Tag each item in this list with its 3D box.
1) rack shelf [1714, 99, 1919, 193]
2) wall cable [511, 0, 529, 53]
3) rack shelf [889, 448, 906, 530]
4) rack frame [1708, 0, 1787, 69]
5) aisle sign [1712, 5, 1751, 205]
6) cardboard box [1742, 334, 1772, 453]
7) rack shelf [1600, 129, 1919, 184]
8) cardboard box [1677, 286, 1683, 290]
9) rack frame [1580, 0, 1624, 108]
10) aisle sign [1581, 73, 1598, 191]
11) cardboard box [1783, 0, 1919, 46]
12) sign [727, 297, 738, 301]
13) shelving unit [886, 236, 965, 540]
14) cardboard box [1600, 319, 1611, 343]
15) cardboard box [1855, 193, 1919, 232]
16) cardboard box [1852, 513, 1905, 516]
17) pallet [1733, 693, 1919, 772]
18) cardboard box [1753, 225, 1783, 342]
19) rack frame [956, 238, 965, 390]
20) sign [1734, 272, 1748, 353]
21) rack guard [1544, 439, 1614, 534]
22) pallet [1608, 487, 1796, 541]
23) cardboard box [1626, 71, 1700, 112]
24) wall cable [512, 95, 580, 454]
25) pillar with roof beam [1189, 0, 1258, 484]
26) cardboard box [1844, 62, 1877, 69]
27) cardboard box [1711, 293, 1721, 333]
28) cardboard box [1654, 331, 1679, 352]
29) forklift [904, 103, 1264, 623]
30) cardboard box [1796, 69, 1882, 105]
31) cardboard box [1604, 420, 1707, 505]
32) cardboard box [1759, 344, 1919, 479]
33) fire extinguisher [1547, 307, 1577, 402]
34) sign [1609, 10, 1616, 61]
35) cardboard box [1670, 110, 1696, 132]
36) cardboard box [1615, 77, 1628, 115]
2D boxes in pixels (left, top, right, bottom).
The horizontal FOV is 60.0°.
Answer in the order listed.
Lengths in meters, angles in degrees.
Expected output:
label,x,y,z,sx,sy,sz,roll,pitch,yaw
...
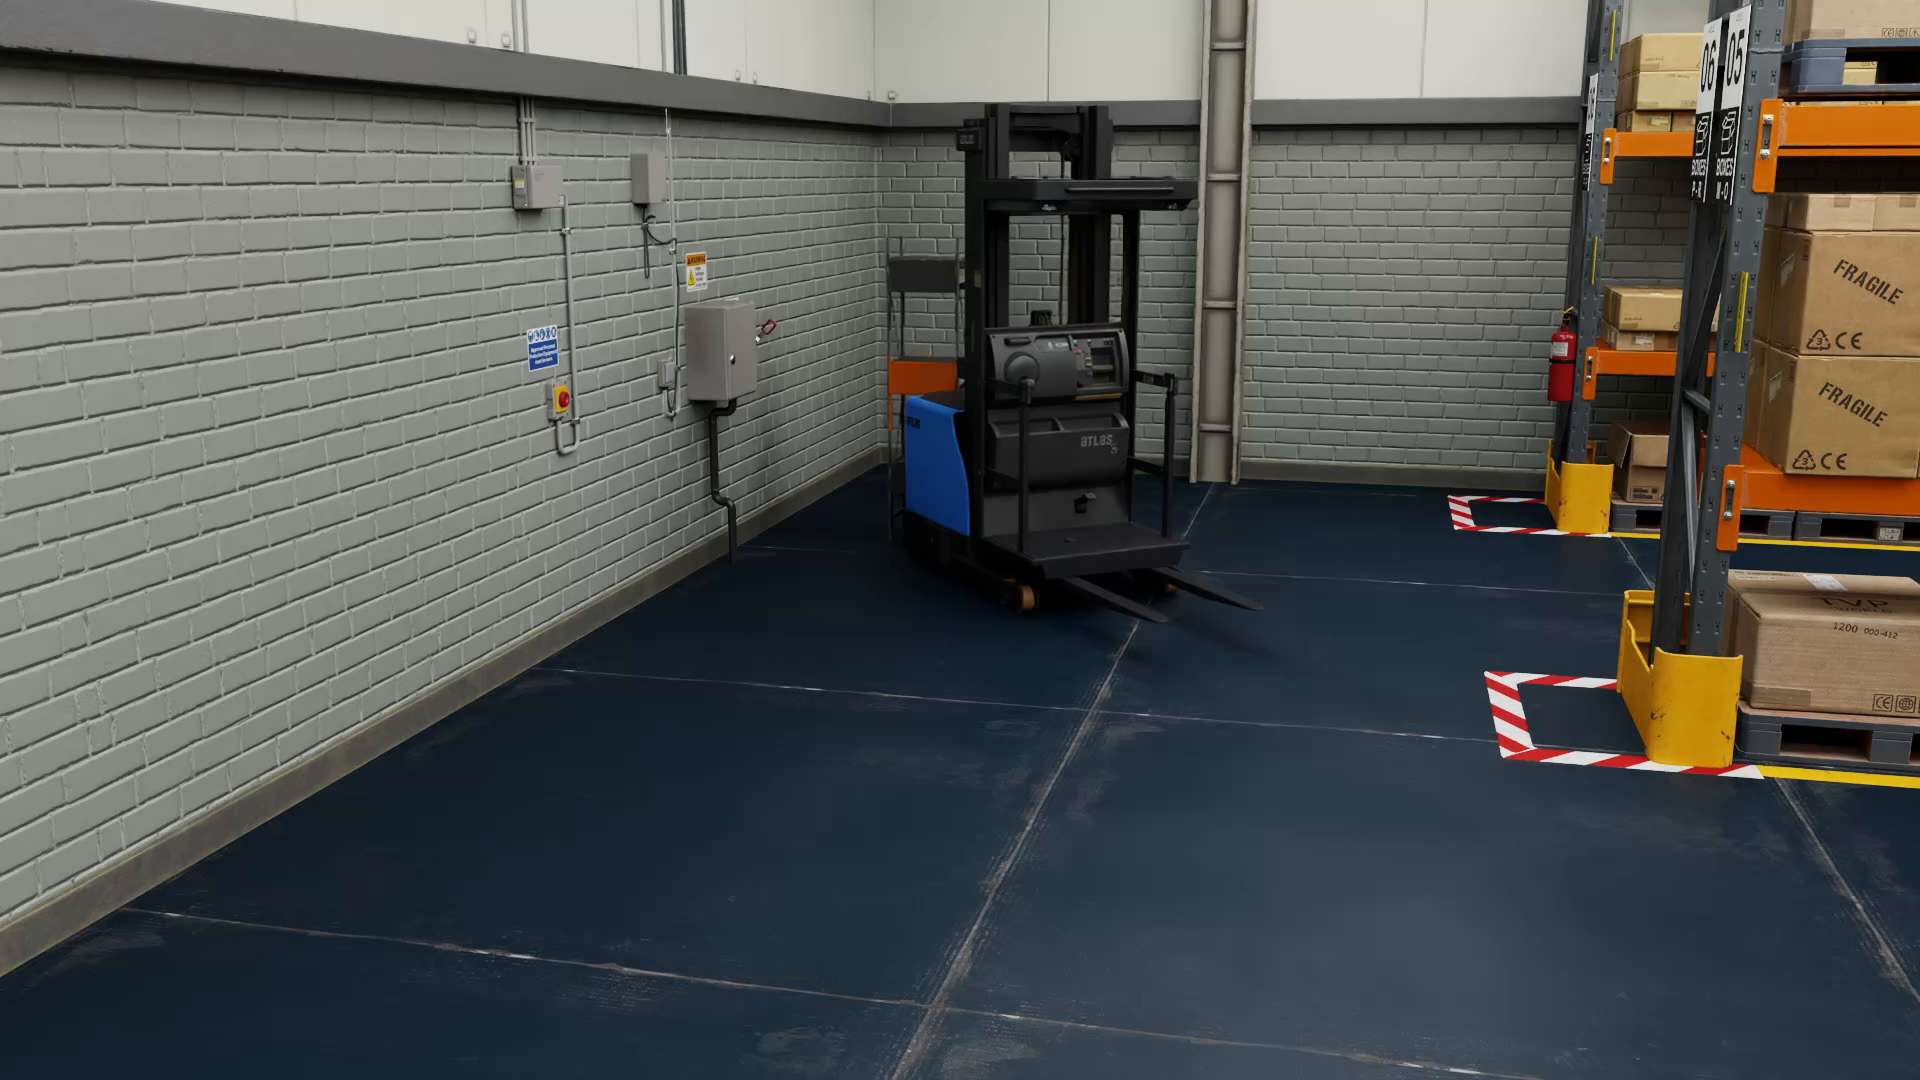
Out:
label,x,y,z,sx,sy,sz,roll,pitch,yaw
rack shelf,5.304,-1.605,6.777,4.000,0.370,1.077,3,13,14
wall cable,-2.228,-3.760,7.906,0.029,3.000,0.463,3,13,14
rack shelf,-0.212,-0.358,11.794,0.480,0.518,0.431,3,13,13
rack frame,3.362,-3.524,6.842,0.127,3.000,1.000,3,13,14
aisle sign,3.223,-1.807,6.952,0.004,0.787,0.394,3,13,14
cardboard box,3.894,-0.675,7.619,0.500,0.500,0.500,3,13,14
rack shelf,6.490,-2.649,11.483,4.000,0.370,1.077,3,13,14
cardboard box,5.559,-1.716,12.204,0.500,0.250,0.500,3,13,14
rack frame,4.548,-4.568,11.548,0.127,3.000,1.000,3,13,14
aisle sign,4.411,-2.850,11.654,0.004,0.787,0.394,3,13,14
cardboard box,3.821,-2.236,7.107,0.500,0.250,0.500,2,13,8
sign,-1.555,-1.386,11.273,0.001,0.494,0.329,3,13,14
shelving unit,-0.212,-1.055,11.639,0.503,2.100,0.431,3,13,13
cardboard box,4.934,-1.556,12.402,0.250,0.149,0.380,3,13,13
cardboard box,3.912,-1.374,6.963,0.250,0.149,0.380,3,13,15
cardboard box,6.429,-0.471,11.735,0.500,0.500,0.500,3,13,15
pallet,4.157,0.791,7.681,1.213,0.211,1.003,3,13,14
cardboard box,3.887,-1.157,7.486,0.500,0.500,0.500,4,13,15
rack frame,0.025,-1.043,11.586,0.015,2.100,0.400,3,13,13
sign,3.224,-0.940,6.865,0.005,0.325,0.100,3,13,14
rack guard,4.622,-0.415,12.451,0.348,0.500,1.175,3,13,14
pallet,5.396,-0.233,12.296,1.213,0.211,1.003,3,13,14
cardboard box,4.913,-3.095,11.494,0.500,0.250,0.500,3,13,13
wall cable,-2.118,-1.394,8.675,0.123,1.953,0.585,3,13,14
pillar with roof beam,1.115,-3.992,8.952,0.400,9.000,9.100,3,13,14
cardboard box,5.899,-3.290,11.219,0.500,0.250,0.500,3,13,13
cardboard box,5.413,-1.605,11.702,0.500,0.250,0.500,3,13,14
cardboard box,5.059,-1.439,11.872,0.250,0.149,0.380,3,13,15
forklift,0.704,-1.108,9.962,1.130,2.935,3.031,-6,14,-25
cardboard box,5.906,-3.044,11.263,0.500,0.250,0.500,3,13,12
cardboard box,5.119,-0.574,12.190,0.637,0.503,0.797,3,13,11
cardboard box,3.760,-0.559,7.097,0.500,0.500,0.500,3,13,13
fire extinguisher,4.294,-1.330,11.843,0.183,0.674,0.296,3,13,14
sign,4.418,-3.416,11.264,0.005,0.325,0.100,3,13,14
cardboard box,5.063,-2.908,11.569,0.250,0.149,0.380,3,13,15
cardboard box,5.045,-3.210,12.011,0.500,0.250,0.500,3,13,13
